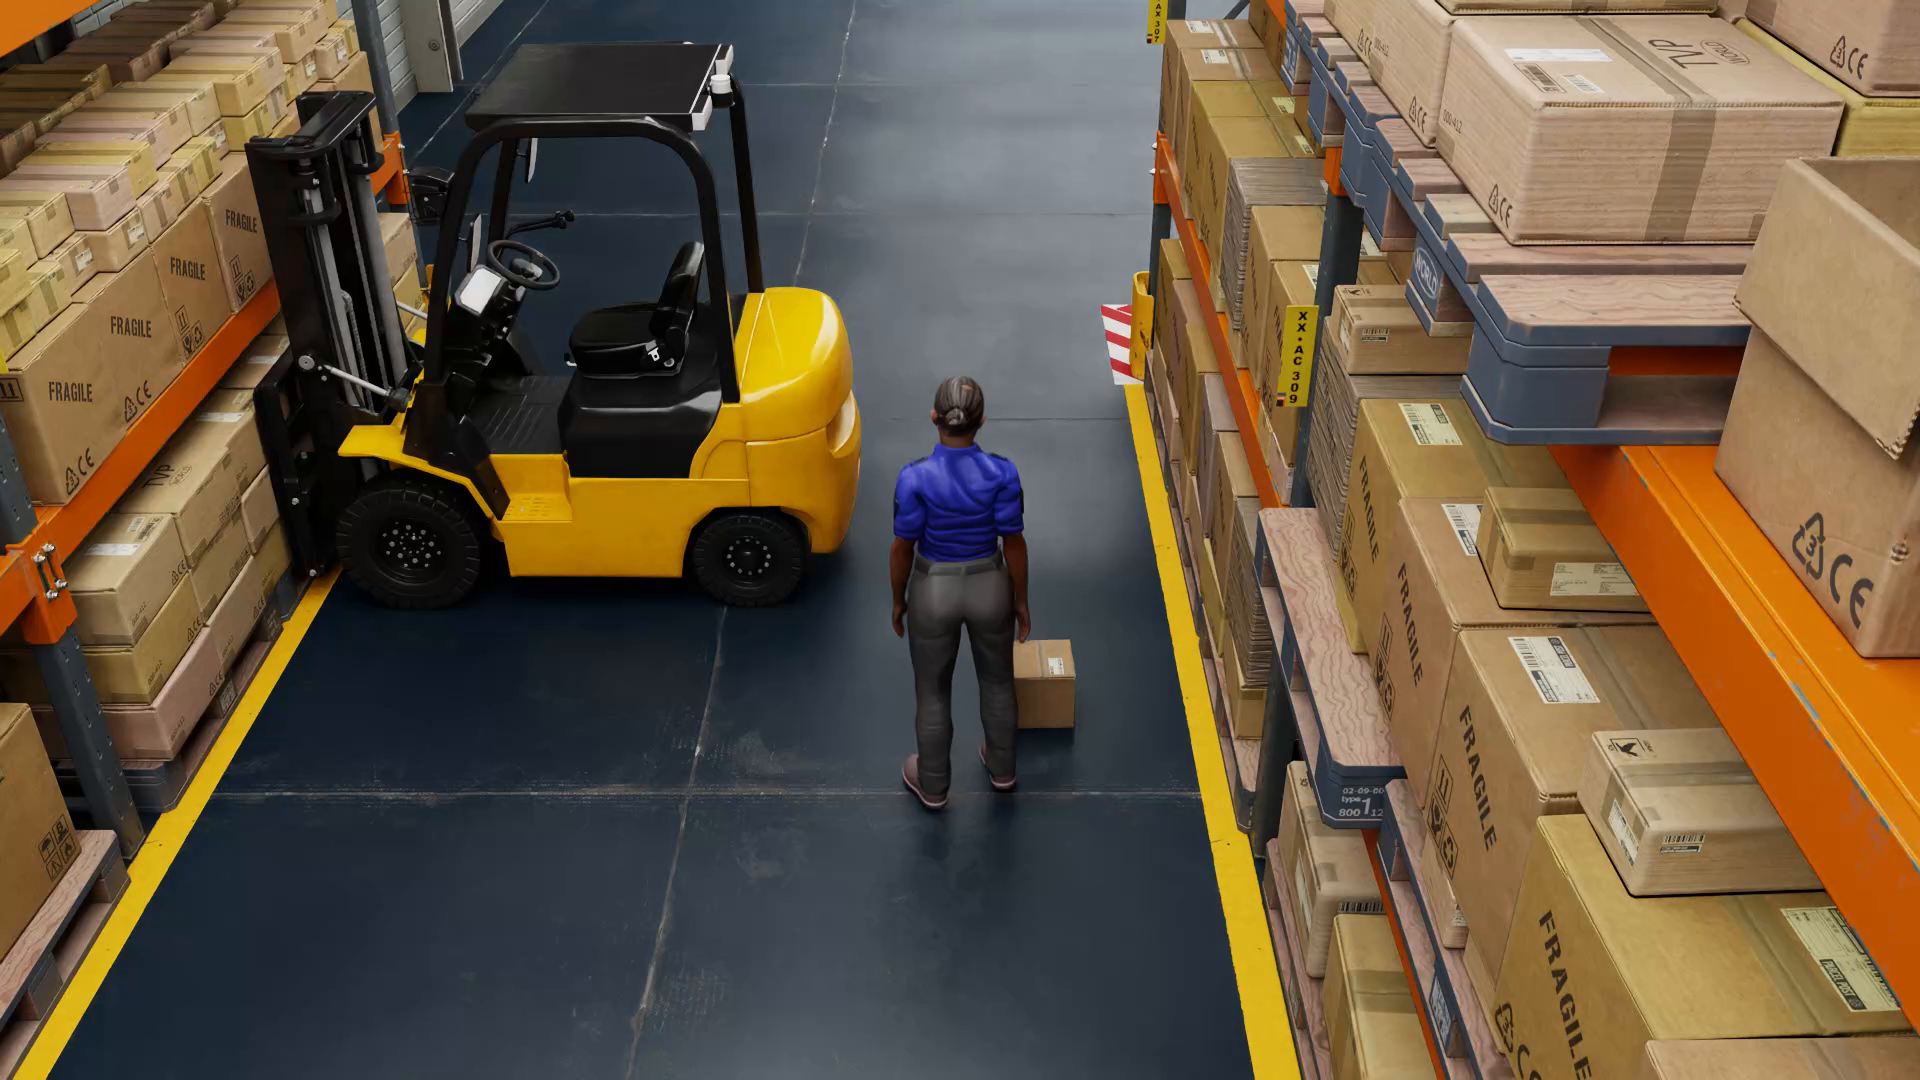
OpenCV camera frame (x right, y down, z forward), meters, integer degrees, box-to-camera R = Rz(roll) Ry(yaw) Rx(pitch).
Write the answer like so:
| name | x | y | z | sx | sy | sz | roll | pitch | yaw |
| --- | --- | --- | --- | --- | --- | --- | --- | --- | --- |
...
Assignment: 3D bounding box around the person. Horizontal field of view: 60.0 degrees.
| name | x | y | z | sx | sy | sz | roll | pitch | yaw |
| --- | --- | --- | --- | --- | --- | --- | --- | --- | --- |
| person | -0.006 | 0.195 | 5.797 | 0.481 | 1.646 | 0.382 | -4 | 32 | -6 |
